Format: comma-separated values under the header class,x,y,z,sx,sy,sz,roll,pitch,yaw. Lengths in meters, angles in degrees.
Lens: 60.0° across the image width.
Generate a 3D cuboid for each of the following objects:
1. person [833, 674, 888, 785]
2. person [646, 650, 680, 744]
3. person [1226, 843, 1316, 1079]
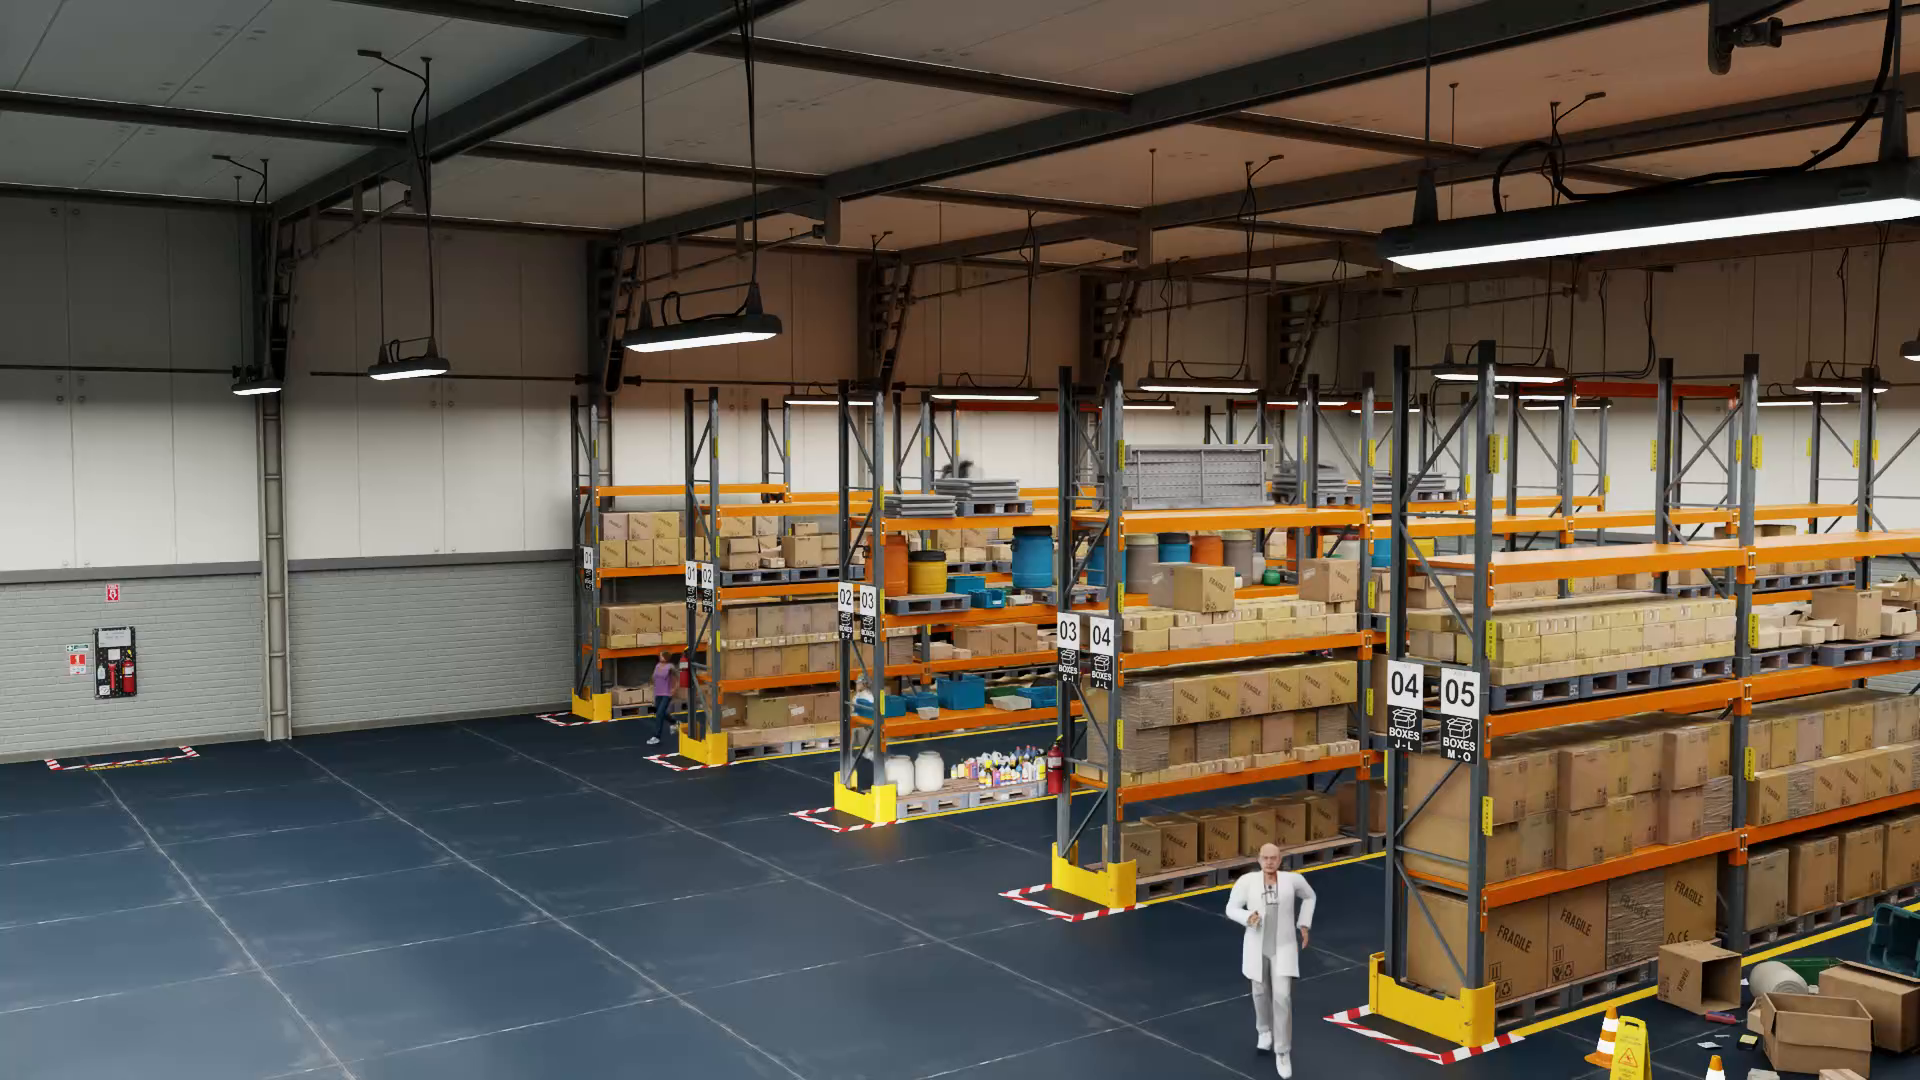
class,x,y,z,sx,sy,sz,roll,pitch,yaw
person,-1.439,2.830,24.922,0.889,1.689,0.643,-2,4,-28
person,-5.033,2.650,28.389,0.567,1.572,0.870,2,4,32
person,2.573,3.432,13.824,0.718,1.836,0.813,1,4,15
